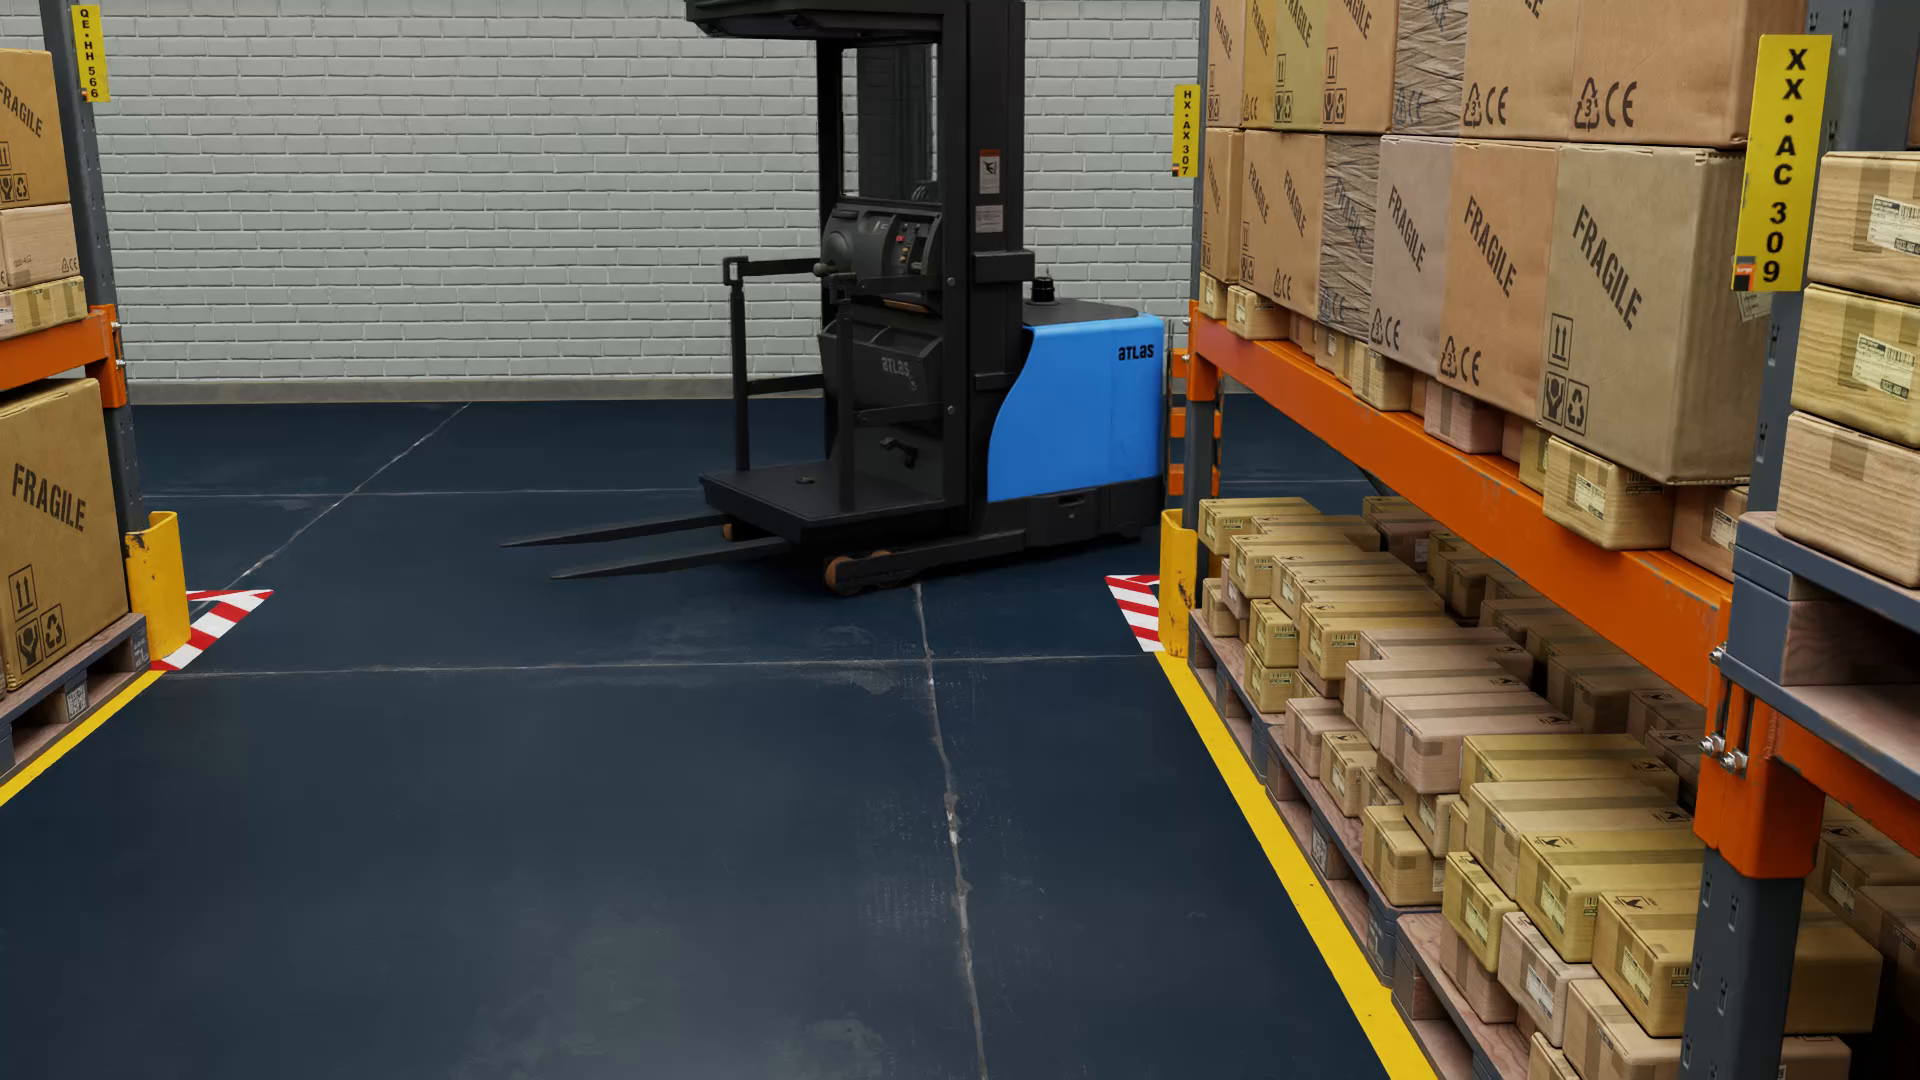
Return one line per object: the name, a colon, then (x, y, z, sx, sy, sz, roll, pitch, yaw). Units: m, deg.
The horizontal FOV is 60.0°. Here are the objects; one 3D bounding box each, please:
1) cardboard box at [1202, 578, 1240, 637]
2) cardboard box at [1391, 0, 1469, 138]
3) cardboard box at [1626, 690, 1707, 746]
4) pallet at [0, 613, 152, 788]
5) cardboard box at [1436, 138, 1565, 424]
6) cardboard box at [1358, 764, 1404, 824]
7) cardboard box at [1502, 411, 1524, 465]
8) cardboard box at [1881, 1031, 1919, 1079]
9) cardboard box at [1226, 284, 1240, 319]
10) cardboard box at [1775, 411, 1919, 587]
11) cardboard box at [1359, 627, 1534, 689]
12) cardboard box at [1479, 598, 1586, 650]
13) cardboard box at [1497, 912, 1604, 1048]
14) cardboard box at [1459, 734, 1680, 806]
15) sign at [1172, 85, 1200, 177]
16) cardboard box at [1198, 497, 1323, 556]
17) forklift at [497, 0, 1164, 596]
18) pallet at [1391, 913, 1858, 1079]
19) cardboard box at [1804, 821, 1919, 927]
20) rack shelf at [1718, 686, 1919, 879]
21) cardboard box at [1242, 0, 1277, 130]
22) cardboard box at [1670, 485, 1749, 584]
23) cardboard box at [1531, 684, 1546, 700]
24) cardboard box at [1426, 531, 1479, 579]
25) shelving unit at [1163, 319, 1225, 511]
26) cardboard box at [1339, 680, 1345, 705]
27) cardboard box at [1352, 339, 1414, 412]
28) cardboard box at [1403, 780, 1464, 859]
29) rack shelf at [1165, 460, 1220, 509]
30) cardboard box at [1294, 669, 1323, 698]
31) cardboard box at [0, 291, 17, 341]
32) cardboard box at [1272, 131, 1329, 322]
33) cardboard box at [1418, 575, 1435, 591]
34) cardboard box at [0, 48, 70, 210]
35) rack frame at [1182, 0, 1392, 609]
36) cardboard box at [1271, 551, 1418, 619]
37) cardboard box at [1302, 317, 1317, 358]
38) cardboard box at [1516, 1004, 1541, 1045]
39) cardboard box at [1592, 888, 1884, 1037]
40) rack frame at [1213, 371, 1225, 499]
cardboard box: (1.079, 0.239, 5.958, 0.380, 0.149, 0.250, -1, 14, -2)
cardboard box: (1.260, -1.125, 3.573, 0.500, 0.500, 0.500, -1, 14, -2)
cardboard box: (1.803, 0.461, 3.901, 0.380, 0.149, 0.250, -1, 14, -2)
pallet: (-3.463, 0.526, 5.560, 1.003, 0.211, 1.213, -1, 14, -3)
cardboard box: (1.271, -0.517, 3.217, 0.500, 0.500, 0.500, -1, 14, -5)
cardboard box: (1.236, 0.683, 4.232, 0.380, 0.149, 0.250, -1, 14, -2)
cardboard box: (1.333, -0.220, 3.365, 0.380, 0.149, 0.250, -1, 14, -5)
cardboard box: (1.912, 1.003, 2.988, 0.380, 0.149, 0.250, -2, 15, -6)
cardboard box: (1.116, -0.804, 5.636, 0.380, 0.149, 0.250, 0, 14, -1)
cardboard box: (1.179, -0.056, 1.885, 0.380, 0.149, 0.250, -2, 15, -6)
cardboard box: (1.272, 0.339, 4.374, 0.380, 0.149, 0.250, -1, 14, -3)
cardboard box: (1.683, 0.267, 4.652, 0.380, 0.149, 0.250, -1, 14, -5)
cardboard box: (1.248, 0.814, 3.126, 0.380, 0.149, 0.250, -2, 15, -6)
cardboard box: (1.316, 0.535, 3.612, 0.380, 0.149, 0.250, 0, 14, -2)
sign: (0.824, -1.485, 6.040, 0.100, 0.325, 0.005, -1, 14, -3)
cardboard box: (1.059, -0.049, 5.883, 0.380, 0.149, 0.250, -2, 15, -6)
forklift: (-0.532, -1.331, 7.319, 3.031, 2.935, 1.130, -9, 17, -32)
pallet: (1.537, 1.105, 3.309, 1.003, 0.211, 1.213, -1, 14, -3)
cardboard box: (1.841, 0.652, 3.158, 0.380, 0.149, 0.250, 0, 14, -1)
rack shelf: (1.738, 0.767, 0.471, 1.077, 0.370, 4.000, -1, 14, -3)
cardboard box: (1.166, -1.510, 5.069, 0.500, 0.500, 0.500, 0, 14, -2)
cardboard box: (1.362, -0.025, 2.608, 0.380, 0.149, 0.250, -1, 14, -4)
cardboard box: (1.760, 0.408, 4.703, 0.380, 0.149, 0.250, 0, 14, -1)
cardboard box: (1.753, 0.069, 5.424, 0.380, 0.149, 0.250, -1, 14, -5)
shelving unit: (1.113, -0.516, 7.924, 0.252, 1.050, 0.215, 1, 14, 2)
cardboard box: (1.283, 0.419, 4.660, 0.380, 0.149, 0.250, 0, 14, -1)
cardboard box: (1.194, -0.413, 4.114, 0.380, 0.149, 0.250, -1, 14, -2)
cardboard box: (1.261, 0.620, 3.878, 0.380, 0.149, 0.250, -1, 14, -2)
rack shelf: (1.113, -0.236, 7.996, 0.240, 0.259, 0.215, 1, 14, 2)
cardboard box: (1.216, 0.491, 4.976, 0.380, 0.149, 0.250, -1, 14, -3)
cardboard box: (-3.208, -0.690, 5.192, 0.380, 0.149, 0.250, -1, 14, -3)
cardboard box: (1.194, -0.896, 4.690, 0.500, 0.500, 0.500, -1, 14, -3)
cardboard box: (1.717, 0.215, 5.451, 0.380, 0.149, 0.250, -1, 15, -6)
cardboard box: (-3.298, -1.340, 5.414, 0.500, 0.500, 0.500, -1, 14, -3)
rack frame: (1.366, -1.074, 6.181, 1.000, 3.000, 0.127, -1, 14, -3)
cardboard box: (1.182, 0.143, 5.137, 0.380, 0.149, 0.250, -2, 15, -6)
cardboard box: (1.224, -0.606, 4.866, 0.380, 0.149, 0.250, -1, 14, -4)
cardboard box: (1.317, 0.940, 3.232, 0.380, 0.149, 0.250, 0, 14, -2)
cardboard box: (1.332, 0.726, 2.871, 0.380, 0.149, 0.250, 0, 14, -2)
rack frame: (1.235, -0.515, 7.919, 0.008, 1.050, 0.200, 1, 14, 2)
